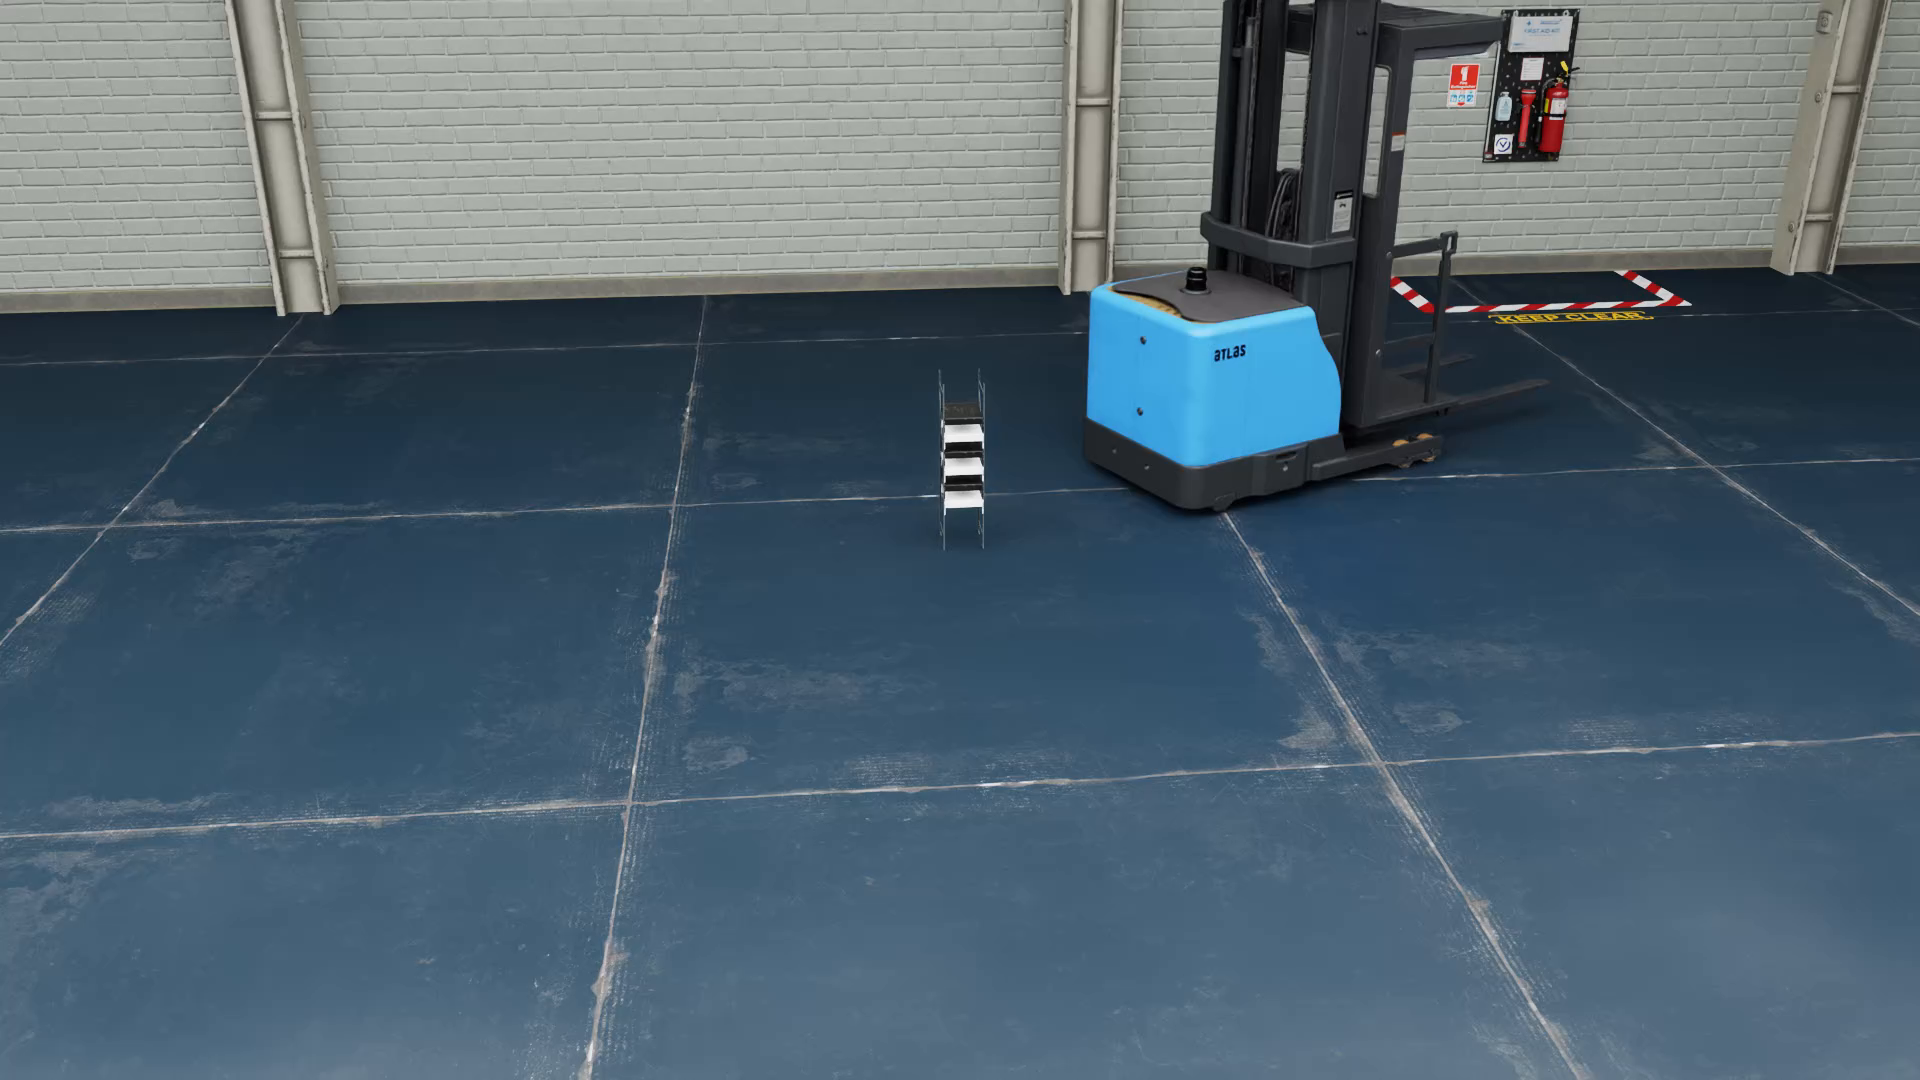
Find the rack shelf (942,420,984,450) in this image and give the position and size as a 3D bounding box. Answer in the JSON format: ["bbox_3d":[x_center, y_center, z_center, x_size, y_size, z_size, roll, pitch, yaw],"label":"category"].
[{"bbox_3d":[0.008,-0.546,8.508,0.200,0.077,0.258,-2,24,-5],"label":"rack shelf"}]

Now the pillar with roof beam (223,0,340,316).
[{"bbox_3d":[-4.551,-4.134,6.972,0.400,9.000,9.100,-2,24,-5],"label":"pillar with roof beam"}]

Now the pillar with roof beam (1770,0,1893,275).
[{"bbox_3d":[7.391,-4.613,8.049,0.400,9.000,9.100,-2,24,-5],"label":"pillar with roof beam"}]

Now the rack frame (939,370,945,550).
[{"bbox_3d":[-0.093,-0.407,8.559,0.006,0.900,0.240,-2,24,-5],"label":"rack frame"}]

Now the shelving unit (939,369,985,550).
[{"bbox_3d":[0.008,-0.412,8.568,0.210,0.900,0.258,-2,24,-5],"label":"shelving unit"}]

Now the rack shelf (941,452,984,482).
[{"bbox_3d":[0.008,-0.381,8.581,0.200,0.077,0.258,-2,24,-5],"label":"rack shelf"}]

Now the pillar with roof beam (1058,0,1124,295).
[{"bbox_3d":[1.420,-4.374,7.510,0.400,9.000,9.100,-2,24,-5],"label":"pillar with roof beam"}]

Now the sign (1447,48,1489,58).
[{"bbox_3d":[3.950,-3.803,12.917,0.331,0.109,0.001,-2,24,-5],"label":"sign"}]

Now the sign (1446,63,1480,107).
[{"bbox_3d":[3.945,-3.564,13.032,0.234,0.329,0.001,-2,24,-5],"label":"sign"}]

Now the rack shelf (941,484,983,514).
[{"bbox_3d":[0.008,-0.217,8.655,0.200,0.077,0.258,-2,24,-5],"label":"rack shelf"}]

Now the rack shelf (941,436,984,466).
[{"bbox_3d":[0.008,-0.463,8.545,0.200,0.077,0.258,-2,24,-5],"label":"rack shelf"}]

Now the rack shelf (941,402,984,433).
[{"bbox_3d":[0.008,-0.628,8.472,0.200,0.077,0.258,-2,24,-5],"label":"rack shelf"}]

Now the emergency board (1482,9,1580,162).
[{"bbox_3d":[4.505,-3.528,12.995,0.643,1.169,0.194,-2,24,-5],"label":"emergency board"}]

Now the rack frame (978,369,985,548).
[{"bbox_3d":[0.109,-0.416,8.577,0.006,0.900,0.240,-2,24,-5],"label":"rack frame"}]

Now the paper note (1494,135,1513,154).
[{"bbox_3d":[4.322,-3.147,13.221,0.142,0.148,0.016,-2,24,-5],"label":"paper note"}]

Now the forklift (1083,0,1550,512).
[{"bbox_3d":[2.241,-1.924,9.471,3.031,2.935,1.130,-14,28,-28],"label":"forklift"}]

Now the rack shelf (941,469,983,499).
[{"bbox_3d":[0.008,-0.299,8.618,0.200,0.077,0.258,-2,24,-5],"label":"rack shelf"}]
